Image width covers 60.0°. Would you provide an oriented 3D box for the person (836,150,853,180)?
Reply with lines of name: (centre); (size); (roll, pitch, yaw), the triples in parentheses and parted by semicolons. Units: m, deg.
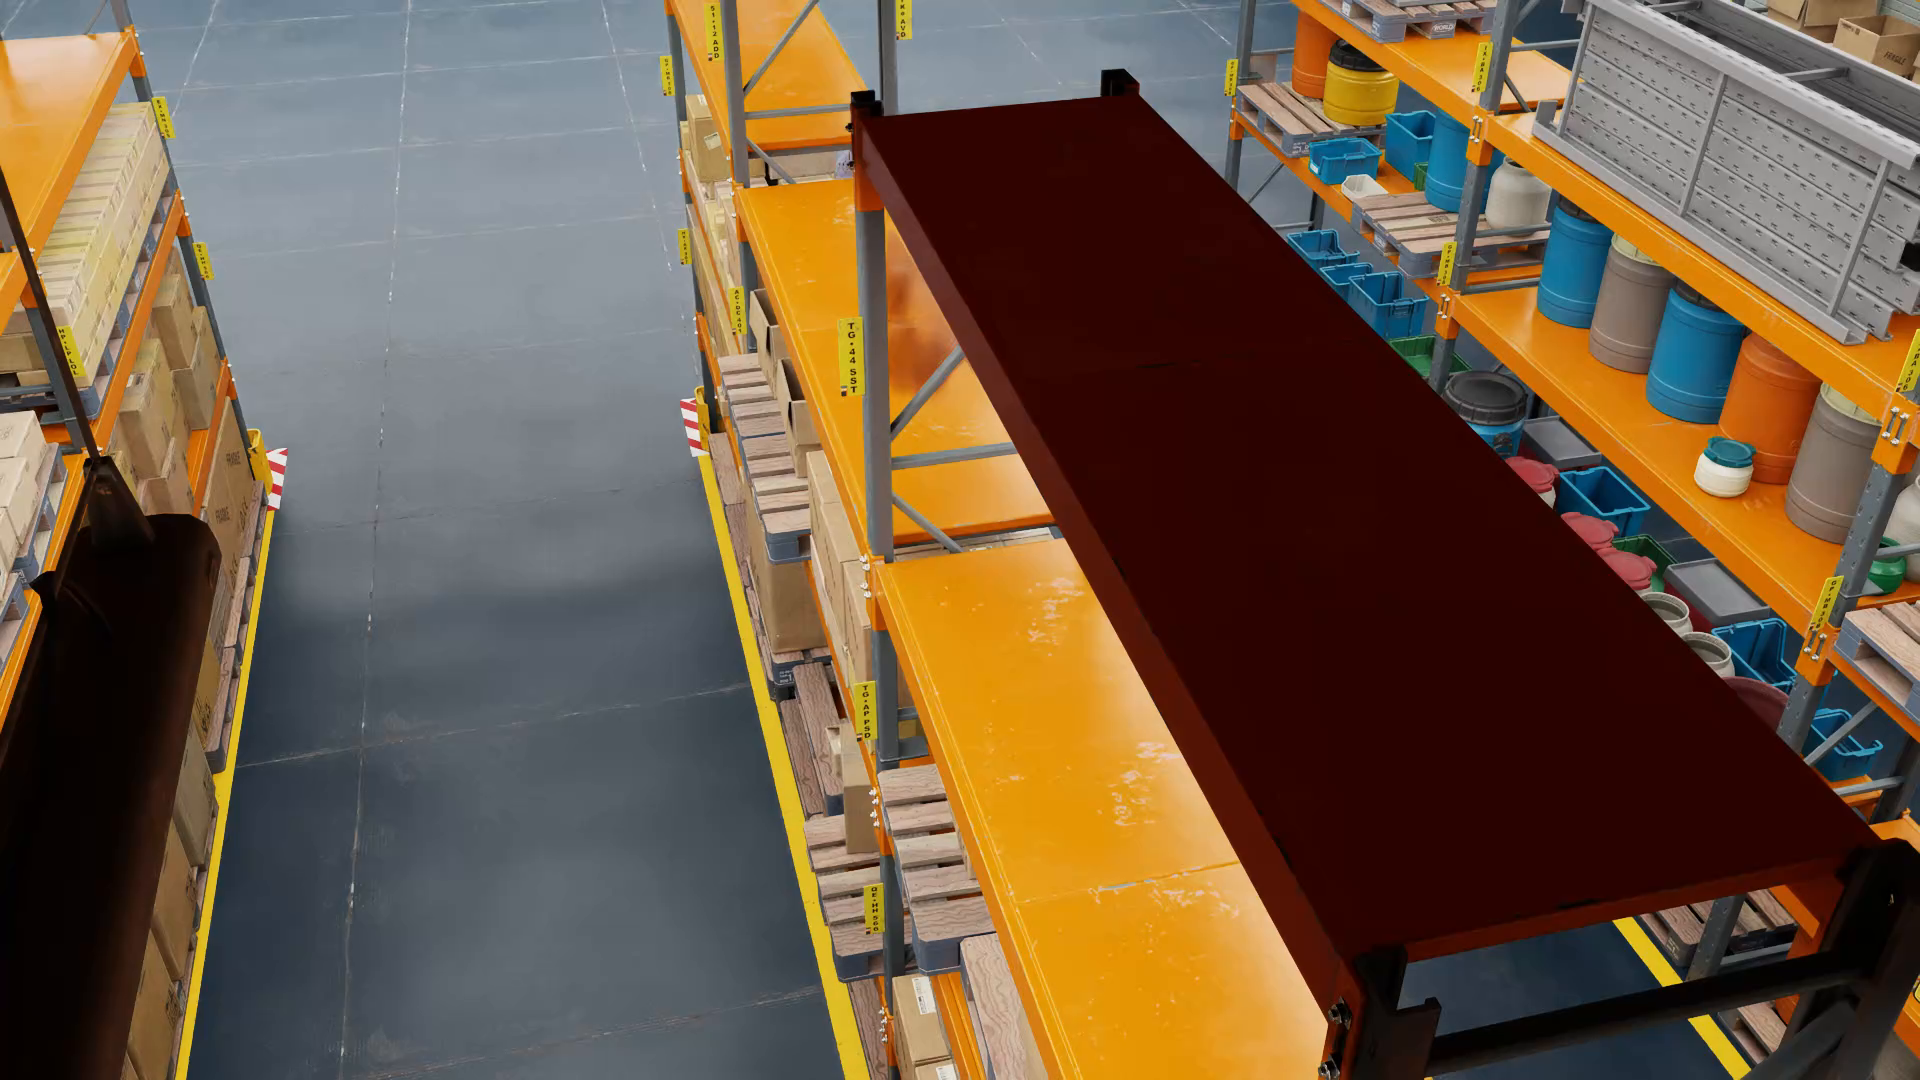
person: (-1.142, -3.808, 18.241); (0.578, 1.594, 0.605); (10, 36, 14)
